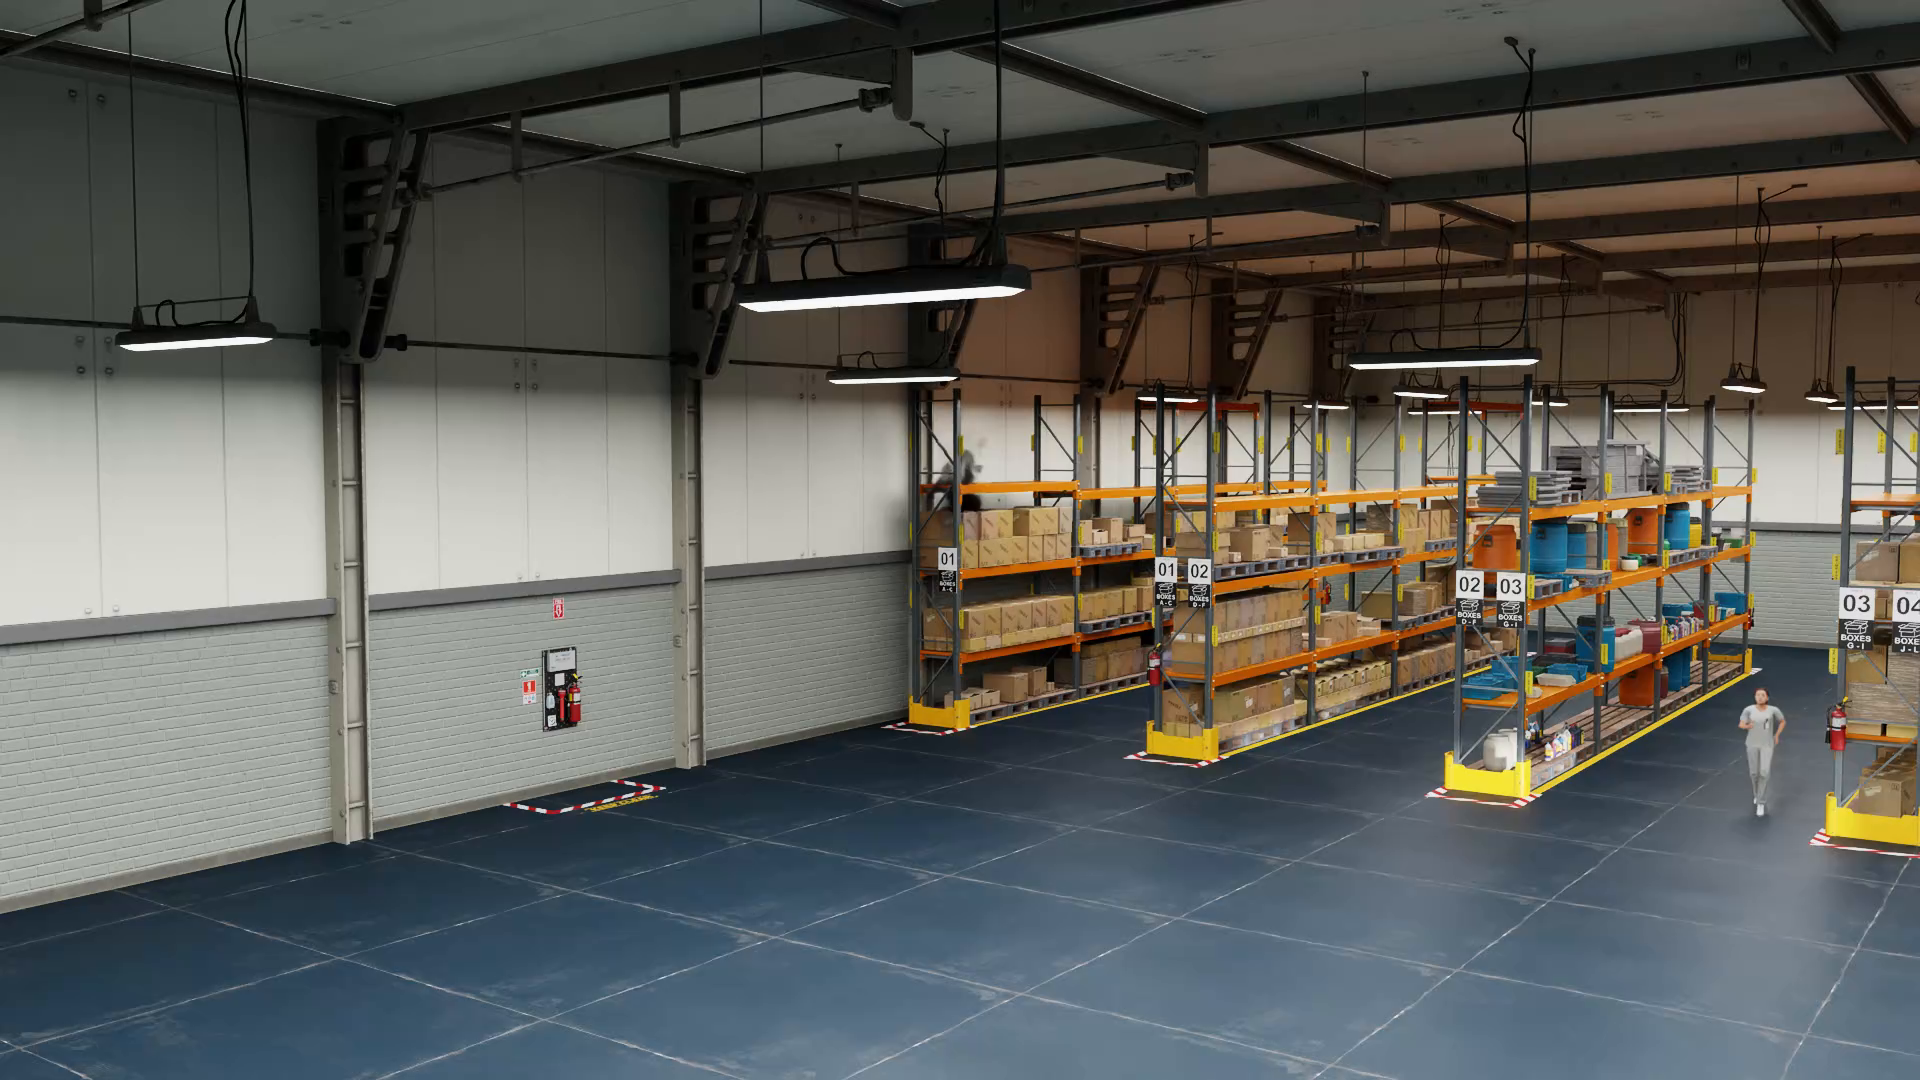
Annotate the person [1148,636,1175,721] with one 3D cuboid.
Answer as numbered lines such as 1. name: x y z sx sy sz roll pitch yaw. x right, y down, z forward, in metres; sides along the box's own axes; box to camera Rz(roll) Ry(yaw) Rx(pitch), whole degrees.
1. person: 3.549 2.525 29.100 0.579 1.711 0.738 2 4 26

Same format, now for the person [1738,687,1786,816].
1. person: 10.948 2.859 22.742 0.552 1.716 0.758 2 4 35
